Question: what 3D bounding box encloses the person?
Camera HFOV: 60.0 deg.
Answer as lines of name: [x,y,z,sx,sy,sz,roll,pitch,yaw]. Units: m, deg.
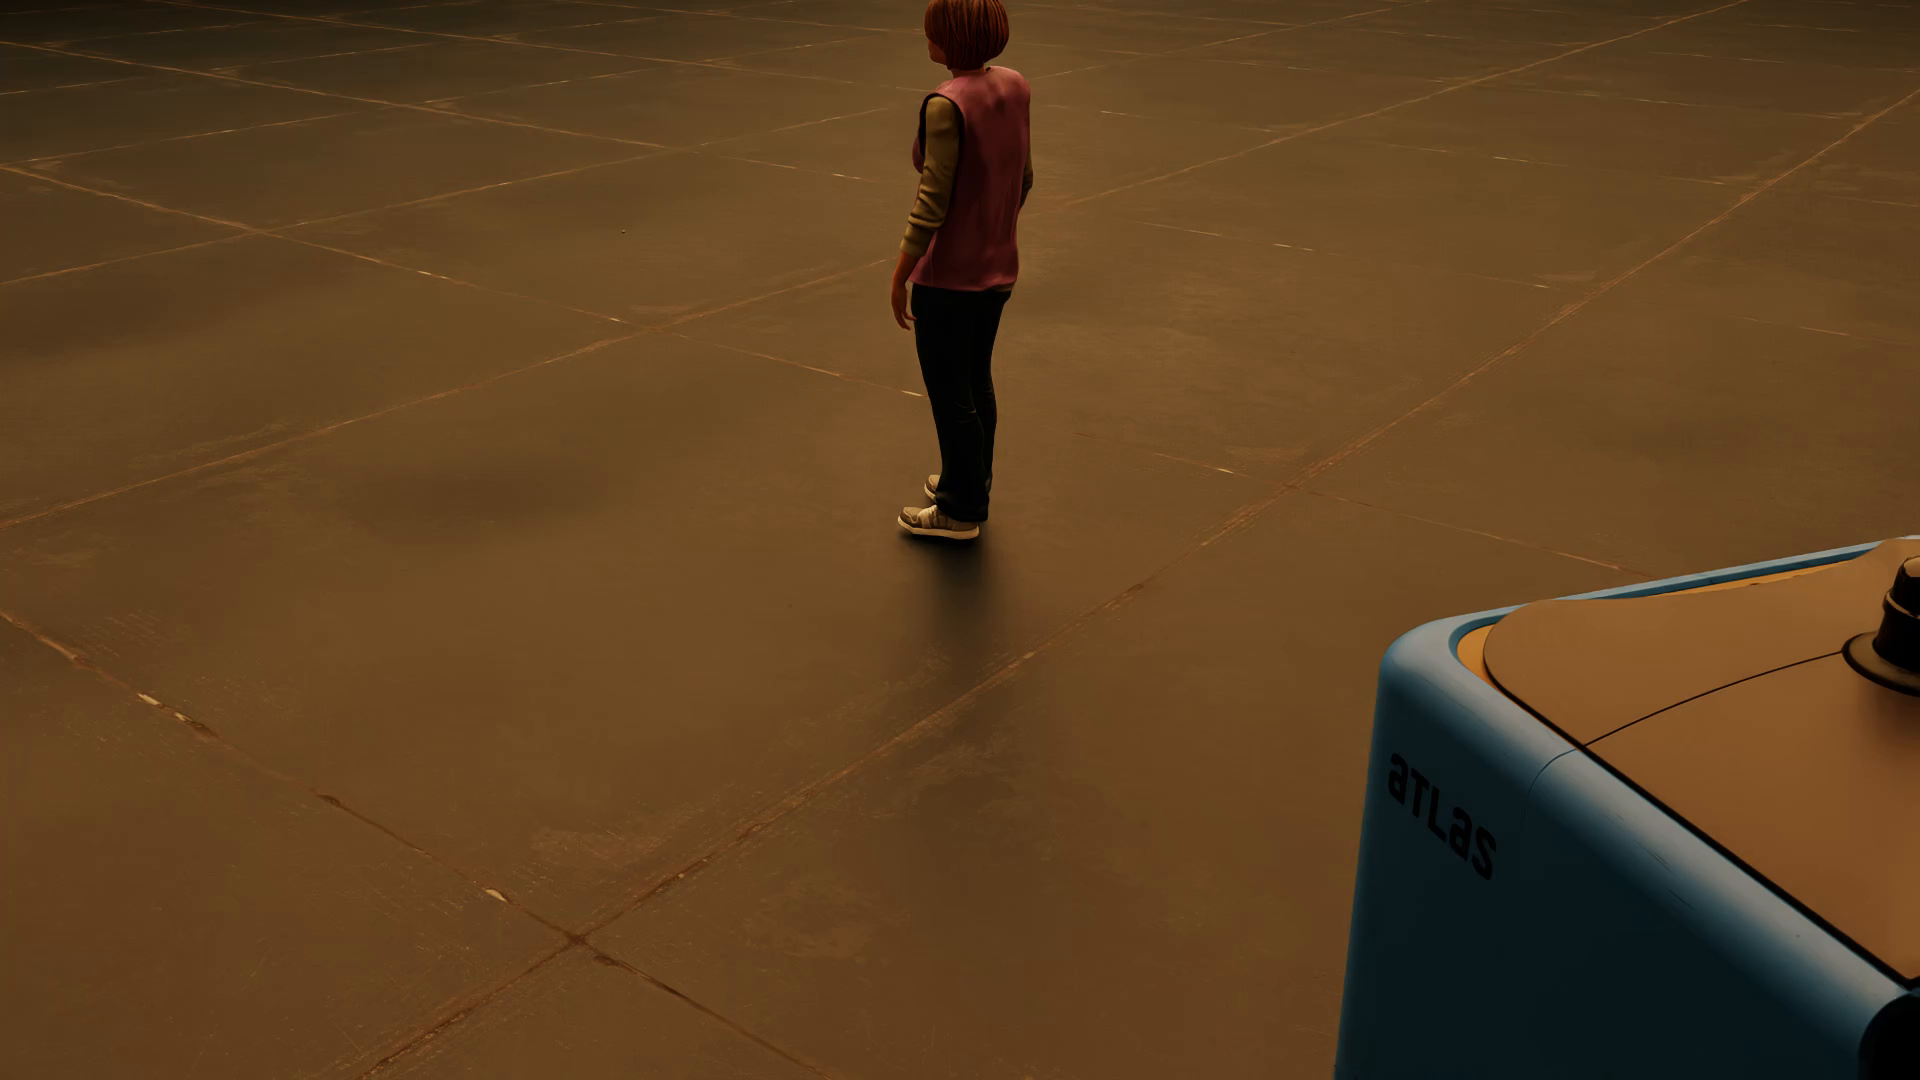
person: [-0.051,-0.762,4.745,0.473,1.599,0.520,17,29,34]
